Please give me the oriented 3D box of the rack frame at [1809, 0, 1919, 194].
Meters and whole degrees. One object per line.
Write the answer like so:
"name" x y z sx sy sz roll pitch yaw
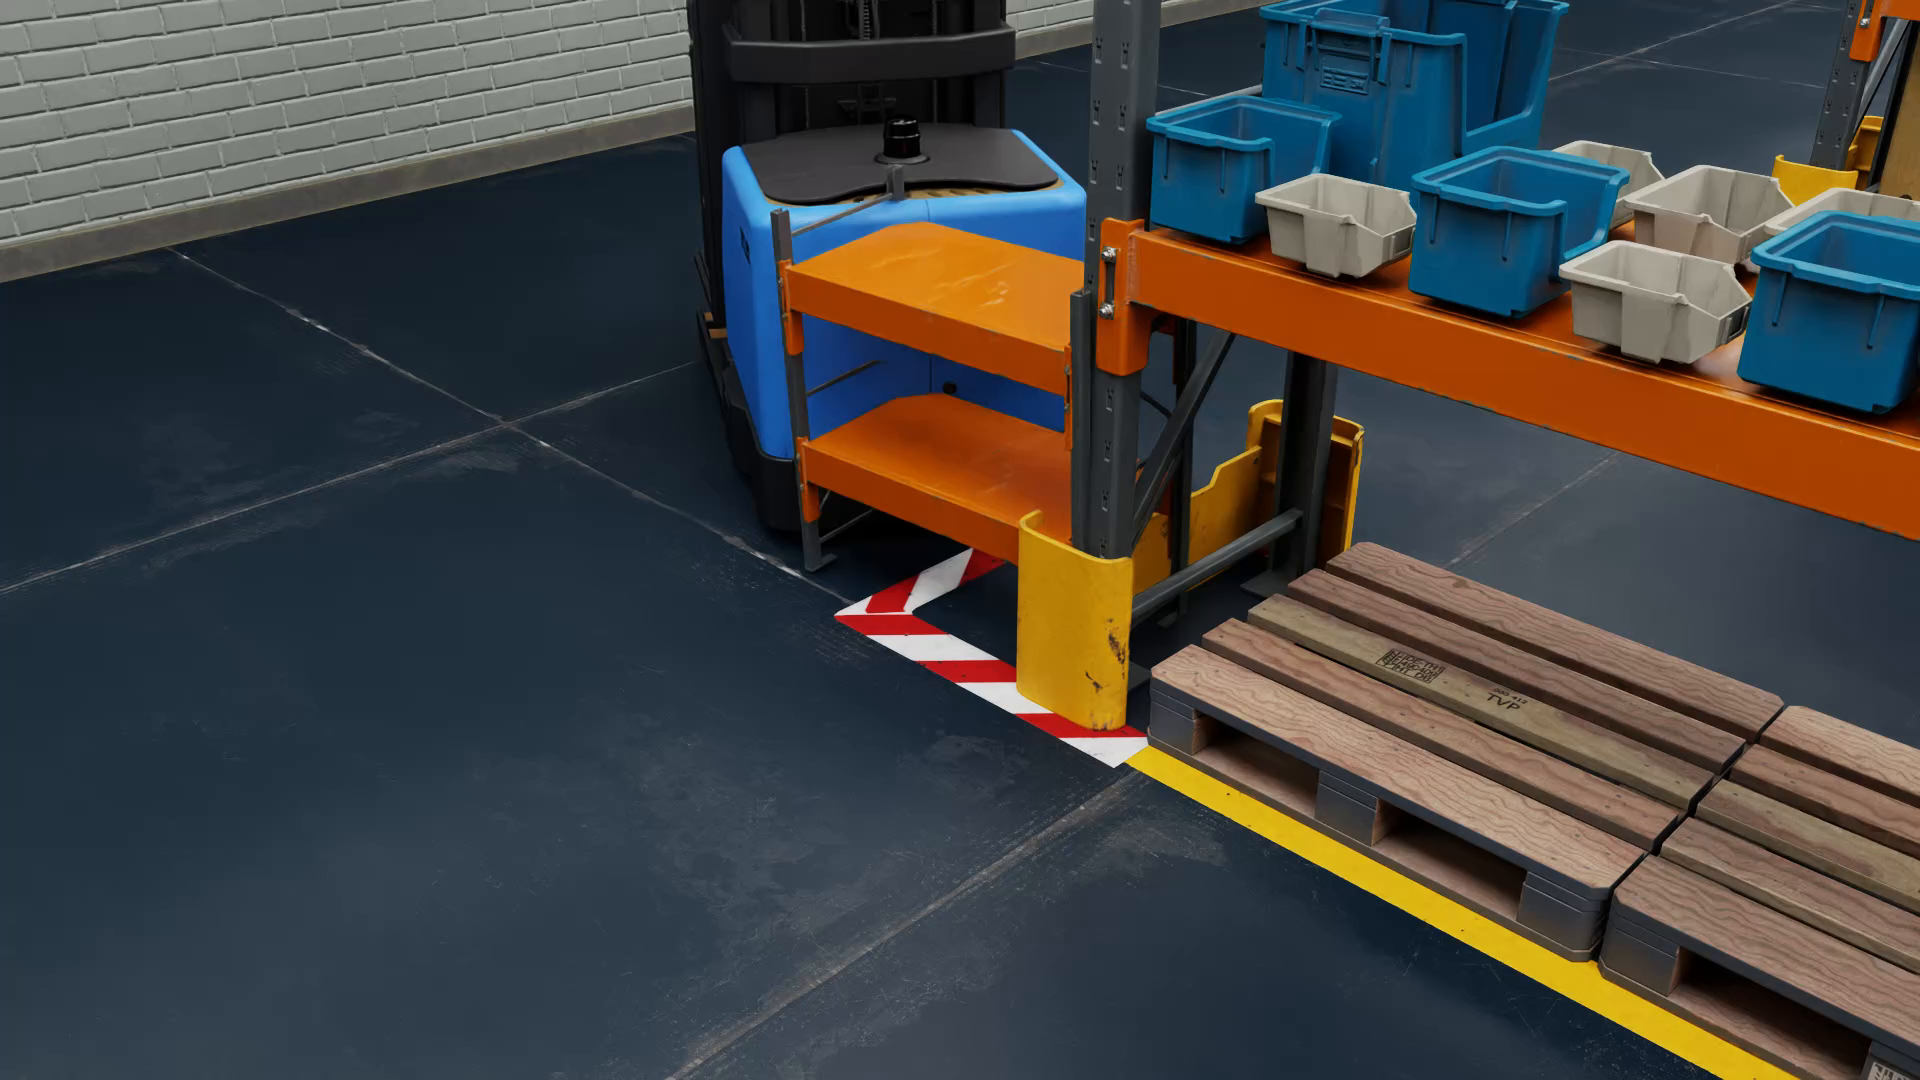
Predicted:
"rack frame" 4.156 -2.708 7.176 0.127 3.000 1.000 25 36 38

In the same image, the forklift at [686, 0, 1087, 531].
"forklift" -0.437 -1.993 5.890 1.130 2.935 3.031 -6 28 -12

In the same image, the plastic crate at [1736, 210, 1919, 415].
"plastic crate" 1.568 -0.397 2.897 0.300 0.233 0.416 25 36 38

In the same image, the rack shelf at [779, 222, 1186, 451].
"rack shelf" 0.057 -0.591 4.466 1.000 0.278 0.538 22 38 35

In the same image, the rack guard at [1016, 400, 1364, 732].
"rack guard" 0.657 0.039 4.639 0.348 0.500 1.175 25 36 38

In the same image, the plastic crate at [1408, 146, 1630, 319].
"plastic crate" 1.098 -0.612 3.306 0.300 0.233 0.416 25 36 38

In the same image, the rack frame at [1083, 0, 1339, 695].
"rack frame" 0.683 -1.064 4.050 0.127 3.000 1.000 25 36 38

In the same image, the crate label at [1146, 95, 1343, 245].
"crate label" 0.629 -0.827 3.714 0.303 0.233 0.416 25 36 38

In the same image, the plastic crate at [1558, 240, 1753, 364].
"plastic crate" 1.283 -0.430 3.065 0.298 0.136 0.250 25 36 38

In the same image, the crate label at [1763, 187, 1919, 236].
"crate label" 1.804 -0.586 3.360 0.243 0.136 0.396 25 36 38

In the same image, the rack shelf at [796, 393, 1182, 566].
"rack shelf" 0.078 -0.127 4.735 1.000 0.278 0.538 22 38 35

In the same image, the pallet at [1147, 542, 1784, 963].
"pallet" 1.244 0.452 4.163 1.213 0.211 1.003 25 36 38

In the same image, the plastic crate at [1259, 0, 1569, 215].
"plastic crate" 1.053 -1.059 3.938 0.499 0.435 0.616 25 36 38

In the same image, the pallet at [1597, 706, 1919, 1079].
"pallet" 2.110 0.850 3.406 1.213 0.211 1.003 25 36 38

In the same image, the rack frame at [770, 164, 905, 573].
"rack frame" -0.316 -0.493 4.908 0.032 1.125 0.500 22 38 35

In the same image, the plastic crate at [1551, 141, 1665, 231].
"plastic crate" 1.392 -0.768 3.706 0.243 0.136 0.396 25 36 38

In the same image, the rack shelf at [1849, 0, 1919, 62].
"rack shelf" 5.582 -1.737 6.103 4.000 0.370 1.077 25 36 38

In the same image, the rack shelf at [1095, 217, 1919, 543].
"rack shelf" 2.110 -0.093 2.977 4.000 0.370 1.077 25 36 38

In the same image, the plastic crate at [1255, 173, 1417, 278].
"plastic crate" 0.799 -0.652 3.485 0.298 0.136 0.250 25 36 38

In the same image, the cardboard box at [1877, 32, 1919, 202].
"cardboard box" 4.668 -1.771 7.226 0.875 0.875 0.875 25 36 38

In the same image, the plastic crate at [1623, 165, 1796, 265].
"plastic crate" 1.588 -0.668 3.517 0.243 0.136 0.396 25 36 38

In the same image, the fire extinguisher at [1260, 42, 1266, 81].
"fire extinguisher" 0.894 -1.065 4.536 0.183 0.674 0.296 25 36 38

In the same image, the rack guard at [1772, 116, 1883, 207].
"rack guard" 4.139 -1.609 7.773 0.348 0.500 1.175 25 36 38

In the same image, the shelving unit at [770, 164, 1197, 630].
"shelving unit" 0.068 -0.338 4.613 1.048 1.125 0.538 22 38 35

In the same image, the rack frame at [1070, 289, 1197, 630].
"rack frame" 0.452 -0.184 4.318 0.032 1.125 0.500 22 38 35
